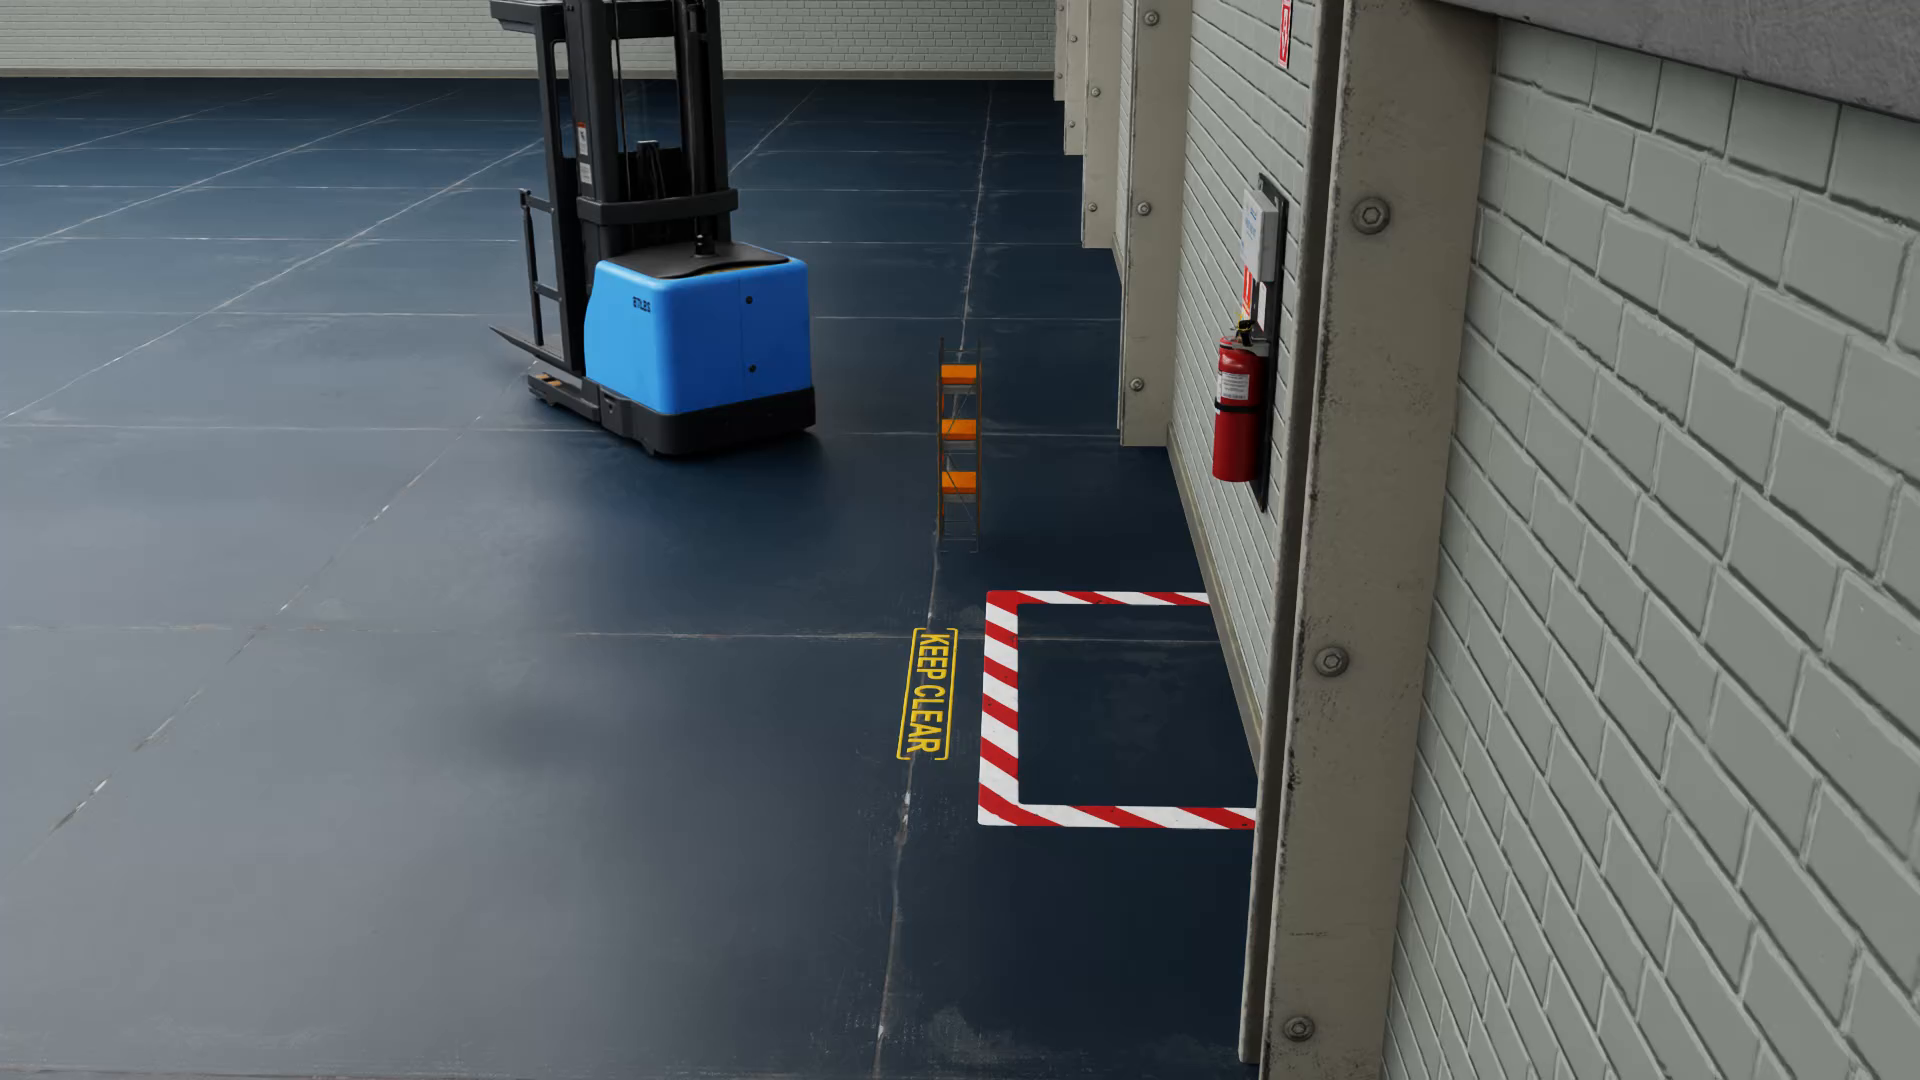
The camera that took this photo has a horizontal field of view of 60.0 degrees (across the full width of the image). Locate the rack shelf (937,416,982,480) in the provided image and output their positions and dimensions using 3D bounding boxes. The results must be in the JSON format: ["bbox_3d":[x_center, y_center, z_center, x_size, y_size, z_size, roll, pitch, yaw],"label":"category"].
[{"bbox_3d":[-0.002,-0.460,8.293,0.215,0.259,0.240,1,21,2],"label":"rack shelf"}]

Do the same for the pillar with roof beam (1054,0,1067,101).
[{"bbox_3d":[-2.628,-11.386,25.435,9.100,9.000,0.400,1,21,2],"label":"pillar with roof beam"}]

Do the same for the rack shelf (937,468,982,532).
[{"bbox_3d":[-0.002,-0.201,8.394,0.215,0.259,0.240,1,21,2],"label":"rack shelf"}]

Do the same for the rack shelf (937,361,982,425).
[{"bbox_3d":[-0.002,-0.725,8.190,0.215,0.259,0.240,1,21,2],"label":"rack shelf"}]

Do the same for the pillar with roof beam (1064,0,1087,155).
[{"bbox_3d":[-2.810,-9.217,19.844,9.100,9.000,0.400,1,21,2],"label":"pillar with roof beam"}]

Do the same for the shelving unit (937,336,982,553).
[{"bbox_3d":[-0.002,-0.470,8.289,0.215,1.050,0.252,1,21,2],"label":"shelving unit"}]

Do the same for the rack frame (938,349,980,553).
[{"bbox_3d":[-0.005,-0.426,8.175,0.200,1.050,0.008,1,21,2],"label":"rack frame"}]

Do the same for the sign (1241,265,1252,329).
[{"bbox_3d":[1.178,-0.973,6.841,0.001,0.329,0.234,1,21,2],"label":"sign"}]

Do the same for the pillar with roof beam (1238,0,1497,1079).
[{"bbox_3d":[-3.358,-2.709,3.070,9.100,9.000,0.400,1,21,2],"label":"pillar with roof beam"}]

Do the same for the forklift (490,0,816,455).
[{"bbox_3d":[-2.174,-2.326,10.472,1.130,2.935,3.031,-15,26,-34],"label":"forklift"}]

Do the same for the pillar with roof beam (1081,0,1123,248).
[{"bbox_3d":[-2.993,-7.048,14.253,9.100,9.000,0.400,1,21,2],"label":"pillar with roof beam"}]

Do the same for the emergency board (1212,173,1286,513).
[{"bbox_3d":[1.058,-0.758,6.335,0.194,1.169,0.643,1,21,2],"label":"emergency board"}]

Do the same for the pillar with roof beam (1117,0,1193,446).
[{"bbox_3d":[-3.175,-4.878,8.661,9.100,9.000,0.400,1,21,2],"label":"pillar with roof beam"}]

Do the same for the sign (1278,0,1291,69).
[{"bbox_3d":[1.158,-1.840,5.921,0.001,0.298,0.199,1,21,2],"label":"sign"}]

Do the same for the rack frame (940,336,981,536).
[{"bbox_3d":[0.002,-0.514,8.403,0.200,1.050,0.008,1,21,2],"label":"rack frame"}]
